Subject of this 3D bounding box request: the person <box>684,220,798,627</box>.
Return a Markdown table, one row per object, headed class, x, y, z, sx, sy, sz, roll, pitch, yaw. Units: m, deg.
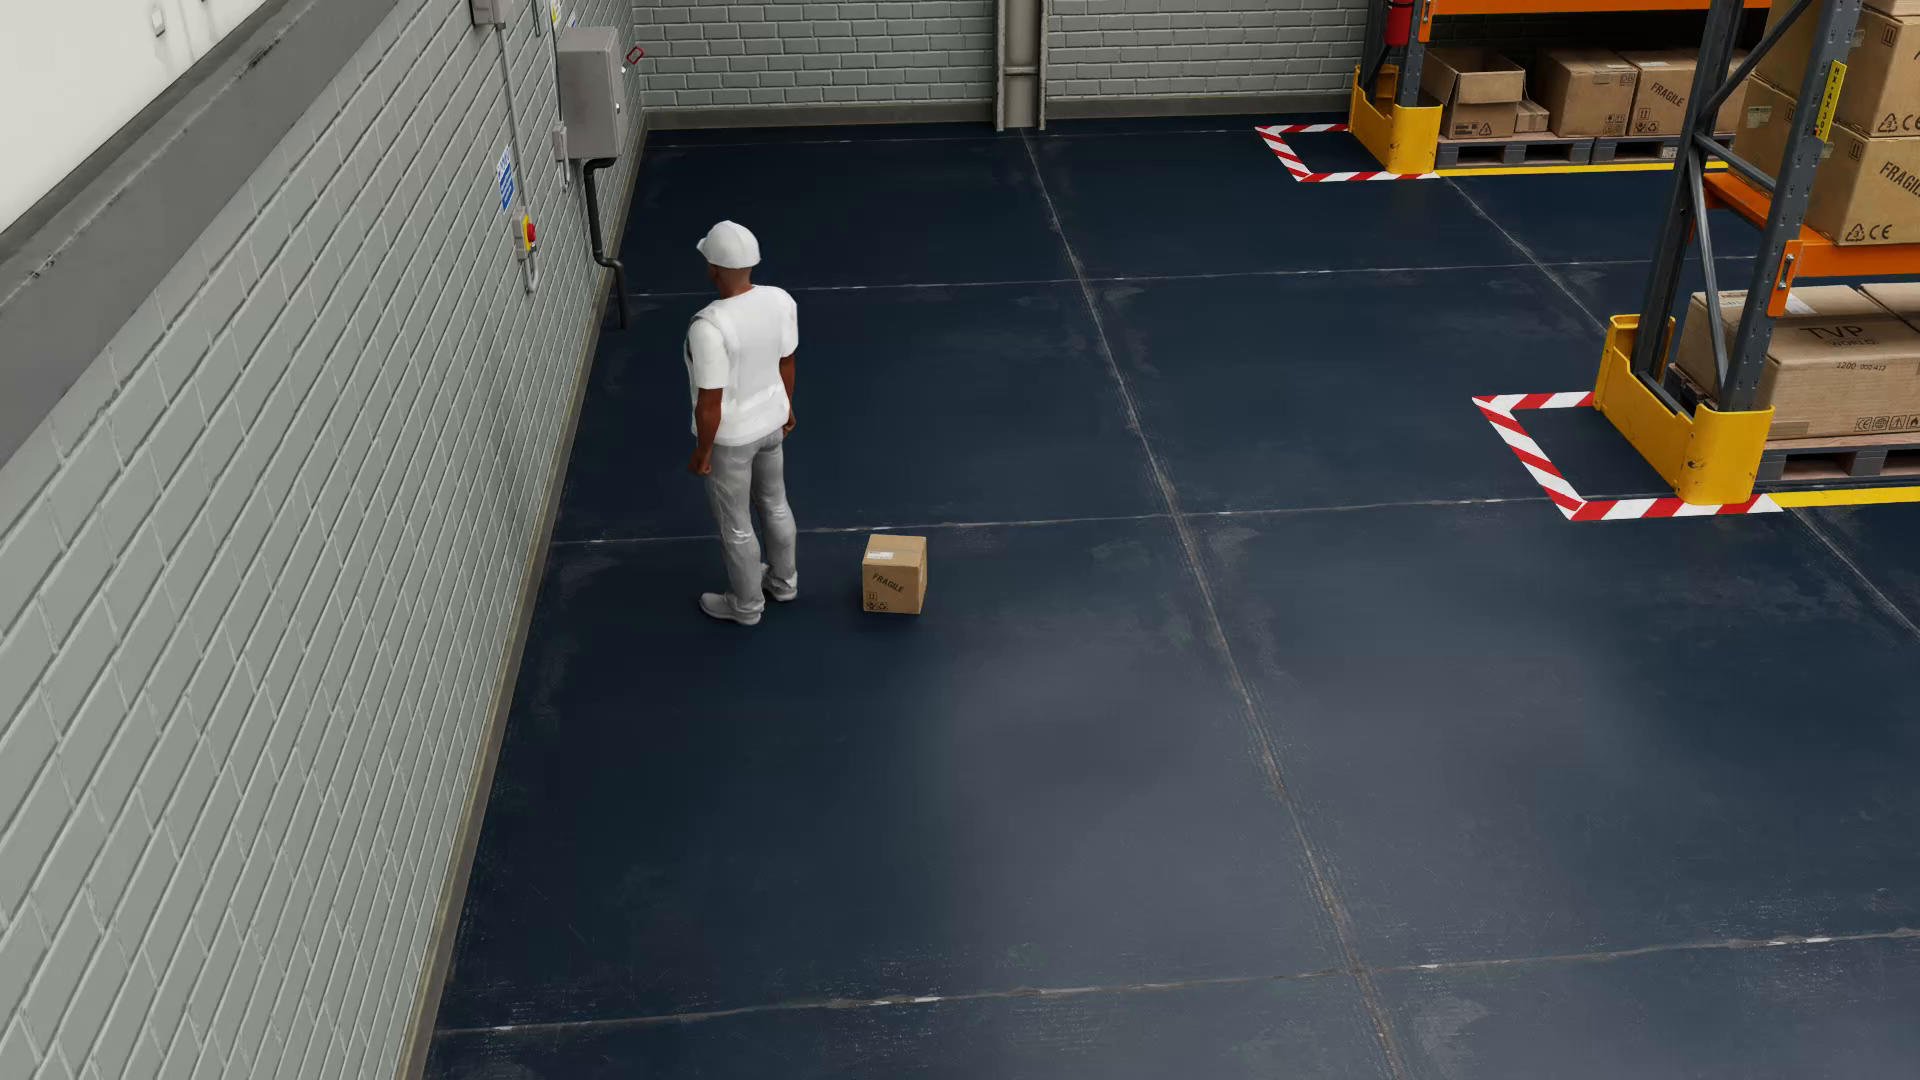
| class | x | y | z | sx | sy | sz | roll | pitch | yaw |
| --- | --- | --- | --- | --- | --- | --- | --- | --- | --- |
| person | -0.915 | -0.473 | 6.894 | 0.369 | 1.771 | 0.551 | 22 | 37 | 32 |
